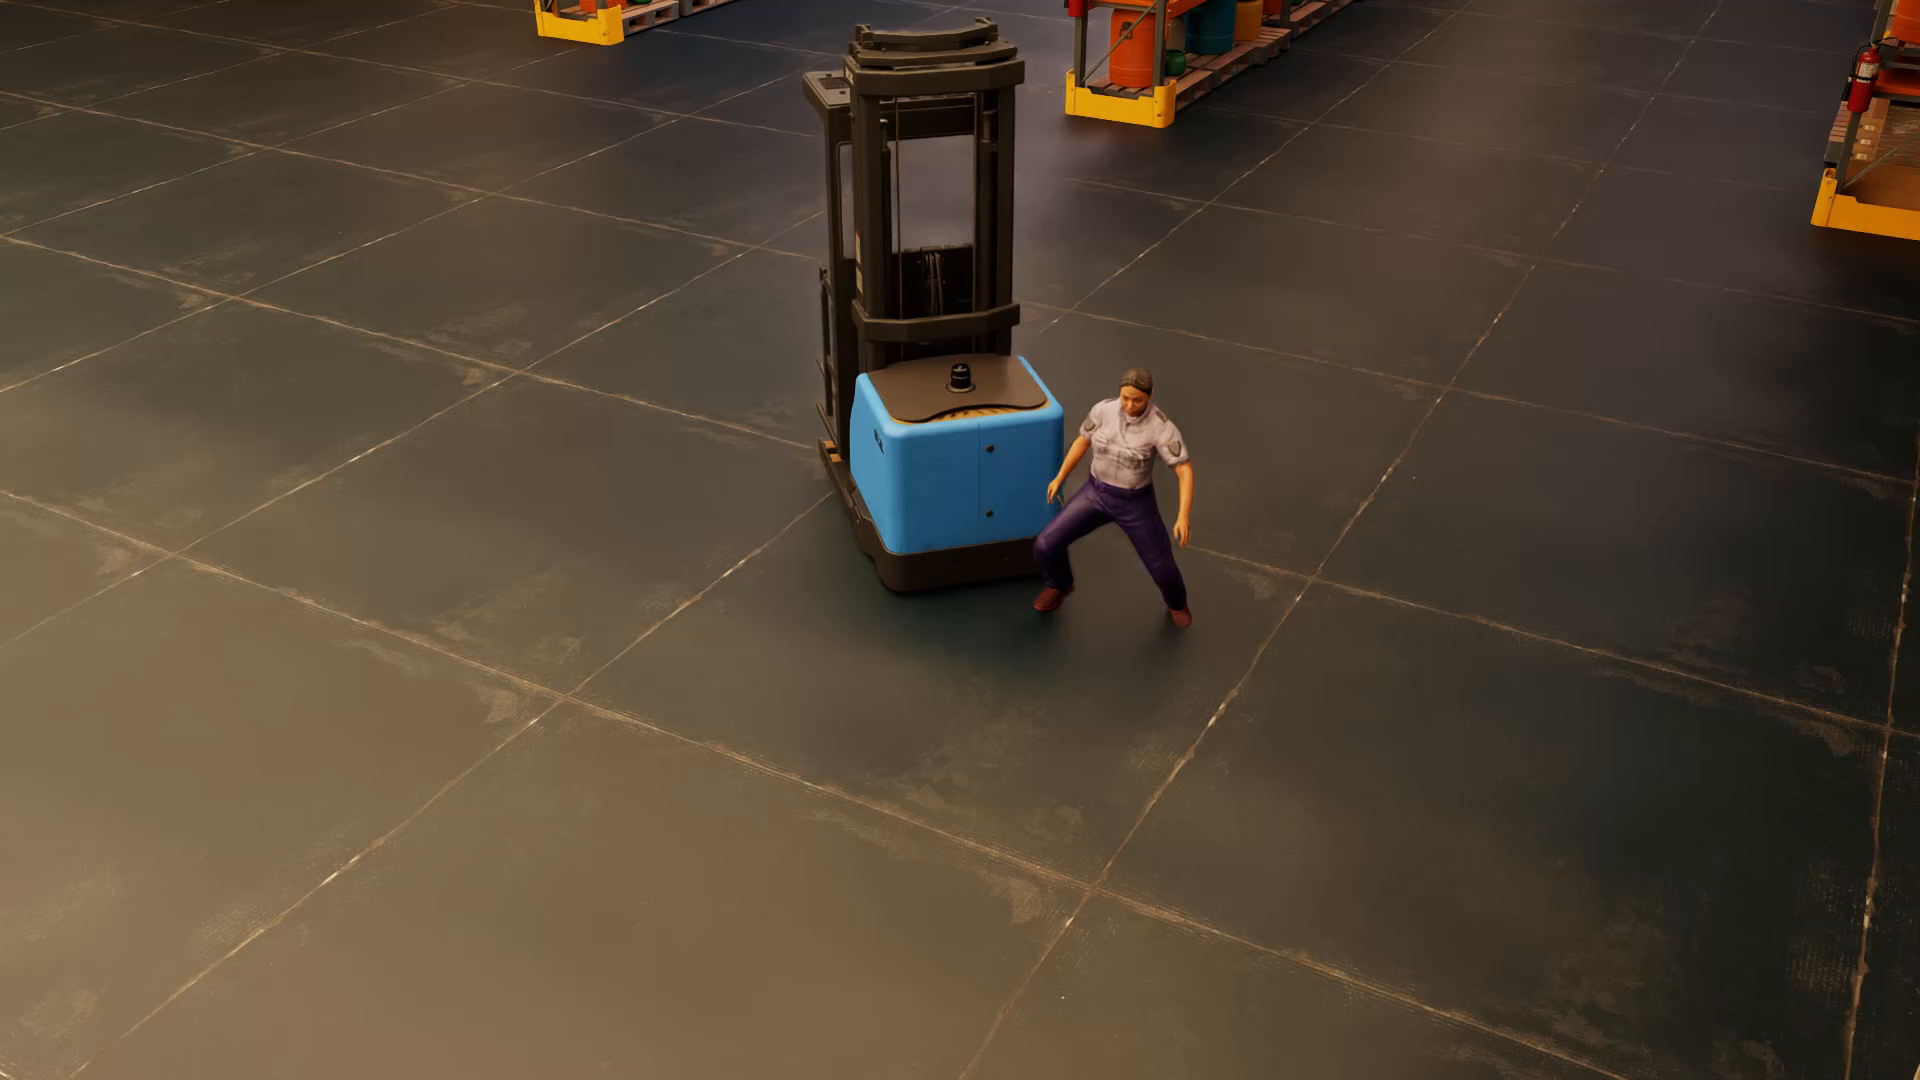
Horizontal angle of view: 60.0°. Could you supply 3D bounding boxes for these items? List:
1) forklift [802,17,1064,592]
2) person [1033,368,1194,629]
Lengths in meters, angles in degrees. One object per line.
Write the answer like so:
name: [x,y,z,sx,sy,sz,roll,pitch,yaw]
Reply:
forklift: [-0.291,-1.703,10.021,1.130,2.935,3.031,-8,31,-13]
person: [0.889,-0.206,8.878,0.890,1.541,0.659,17,34,27]
